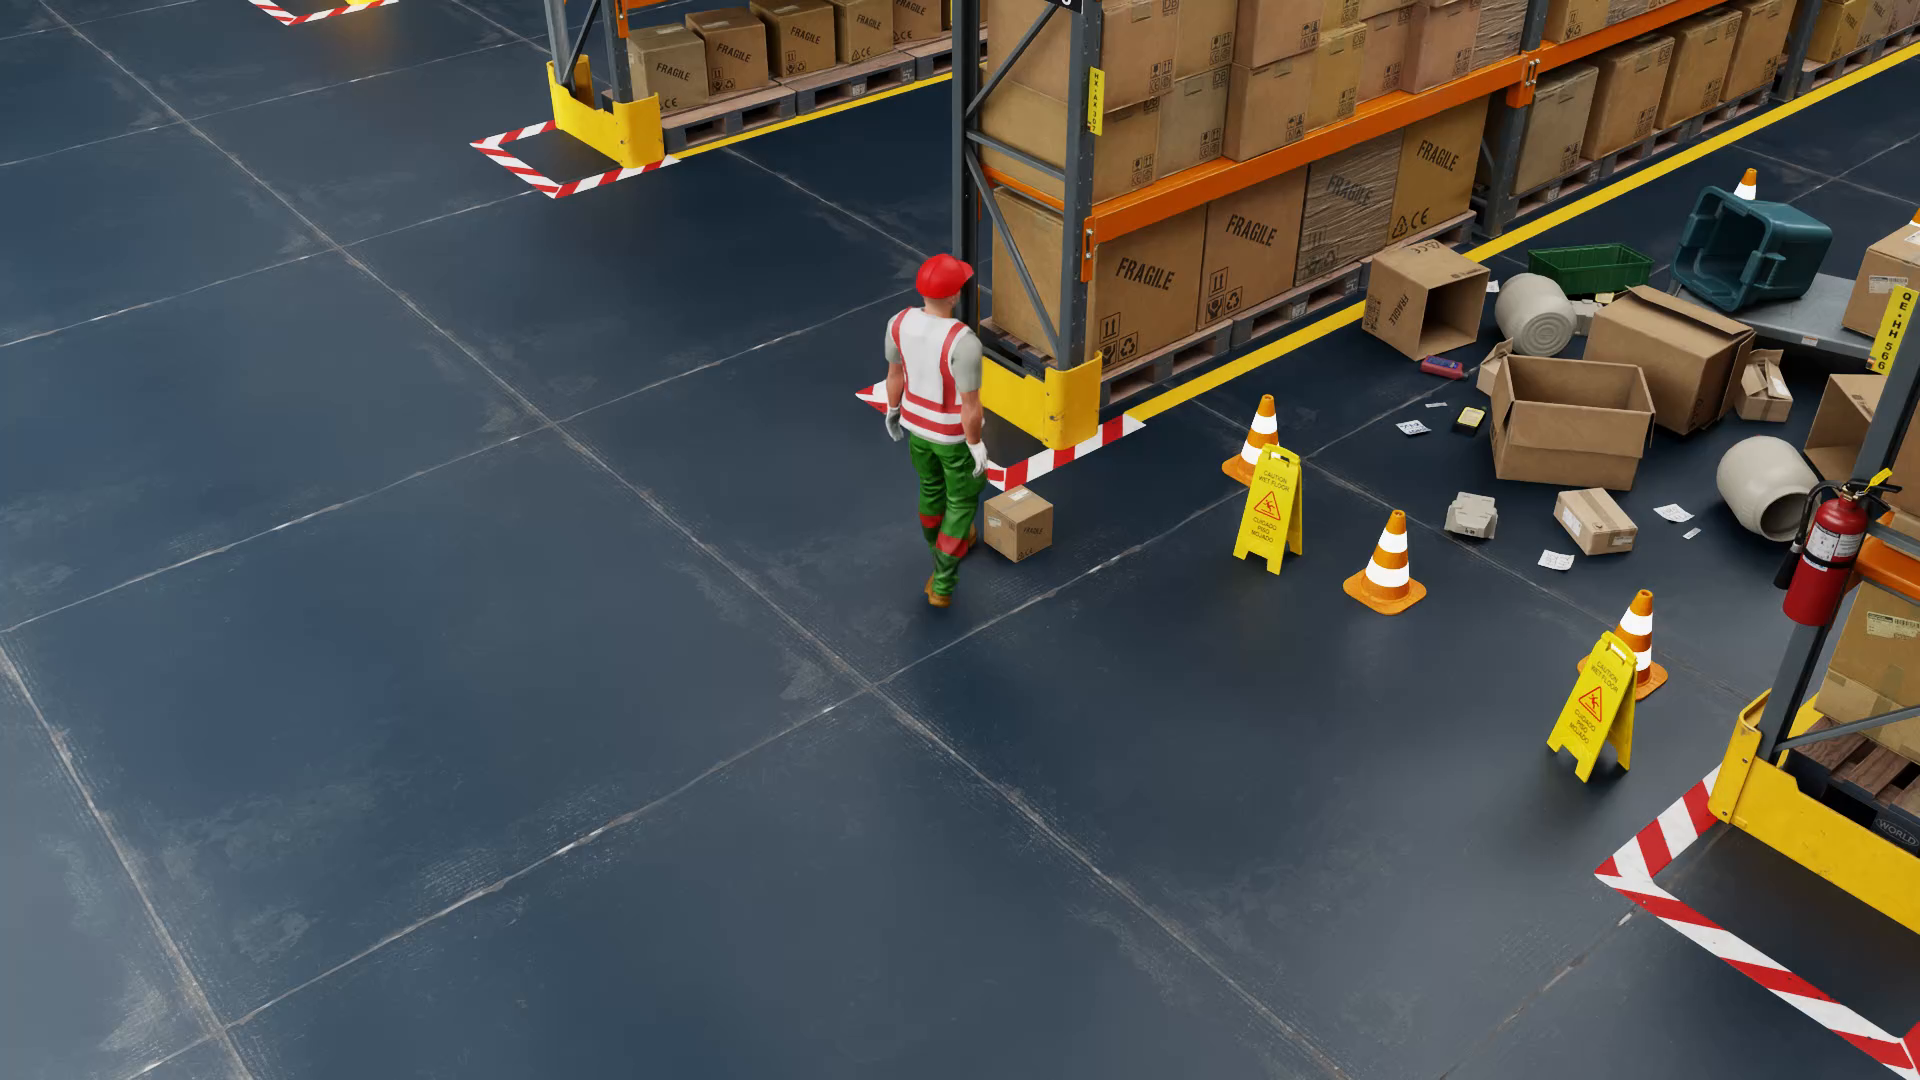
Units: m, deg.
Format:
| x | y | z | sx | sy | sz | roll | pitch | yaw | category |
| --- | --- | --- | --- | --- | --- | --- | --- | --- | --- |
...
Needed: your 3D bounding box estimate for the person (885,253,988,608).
| x | y | z | sx | sy | sz | roll | pitch | yaw | category |
| --- | --- | --- | --- | --- | --- | --- | --- | --- | --- |
| -0.068 | -0.558 | 7.831 | 0.584 | 1.791 | 0.659 | 23 | 41 | 28 | person |
